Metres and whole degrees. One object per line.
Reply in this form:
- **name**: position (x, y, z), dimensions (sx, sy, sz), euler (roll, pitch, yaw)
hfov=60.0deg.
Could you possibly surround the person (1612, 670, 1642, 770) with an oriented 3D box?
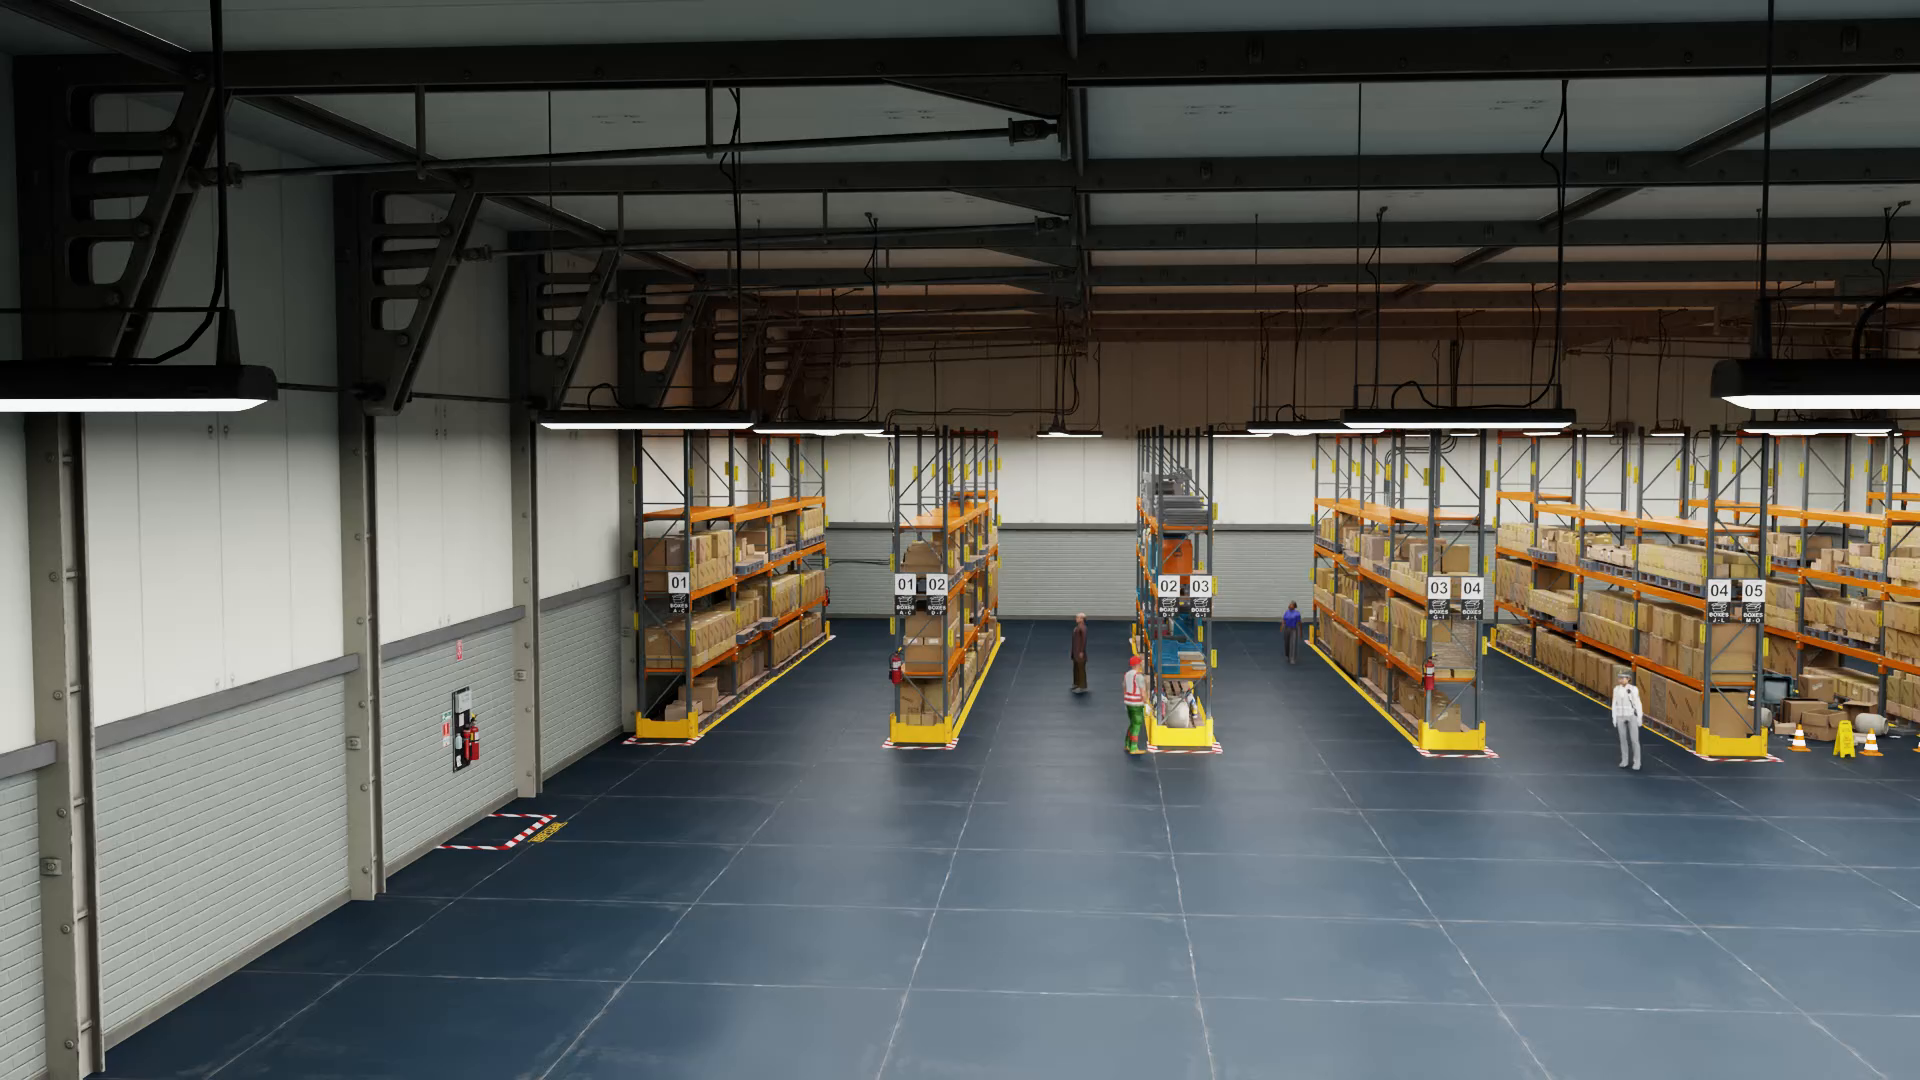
- **person**: position (11.689, 3.138, 29.144), dimensions (0.567, 1.712, 0.376), euler (3, 5, 44)

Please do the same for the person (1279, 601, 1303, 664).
- **person**: position (8.477, 2.361, 42.604), dimensions (0.605, 1.591, 0.996), euler (1, 4, 15)

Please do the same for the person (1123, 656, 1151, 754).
- **person**: position (3.238, 3.020, 30.348), dimensions (0.388, 1.806, 0.650), euler (-2, 4, -27)

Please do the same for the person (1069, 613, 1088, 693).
- **person**: position (2.683, 2.595, 37.842), dimensions (0.401, 1.699, 0.615), euler (-1, 4, -15)
